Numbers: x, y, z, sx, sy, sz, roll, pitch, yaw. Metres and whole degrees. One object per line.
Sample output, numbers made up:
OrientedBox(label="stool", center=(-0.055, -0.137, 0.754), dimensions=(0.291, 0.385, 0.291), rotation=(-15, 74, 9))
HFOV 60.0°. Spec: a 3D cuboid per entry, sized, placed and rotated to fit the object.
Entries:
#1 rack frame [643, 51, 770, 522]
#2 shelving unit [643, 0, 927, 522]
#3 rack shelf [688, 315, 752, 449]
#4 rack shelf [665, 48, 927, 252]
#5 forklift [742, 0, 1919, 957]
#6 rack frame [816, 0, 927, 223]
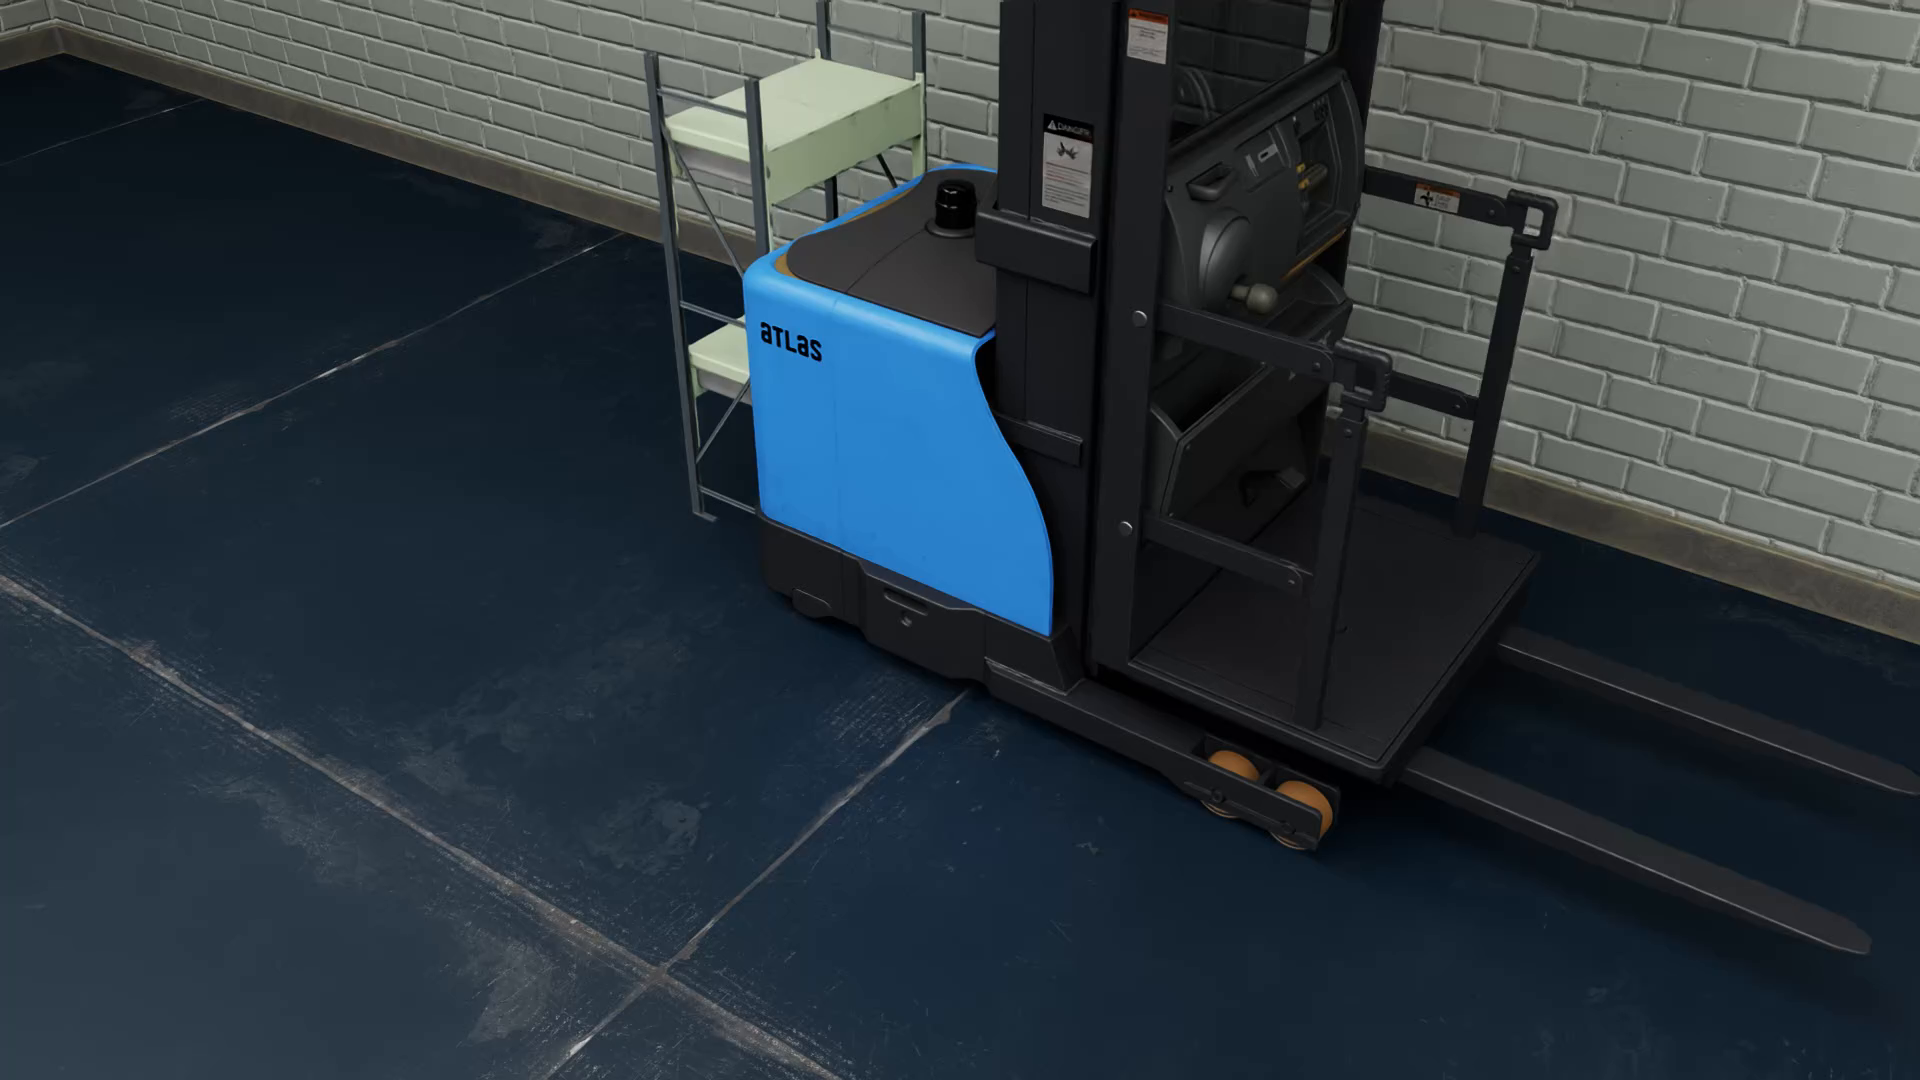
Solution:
OrientedBox(label="rack frame", center=(-0.695, -0.646, 4.866), dimensions=(0.400, 1.500, 0.023), rotation=(22, 40, 29))
OrientedBox(label="shelving unit", center=(-0.482, -0.812, 5.112), dimensions=(0.431, 1.500, 0.755), rotation=(22, 40, 29))
OrientedBox(label="rack shelf", center=(-0.482, -0.542, 5.295), dimensions=(0.431, 0.370, 0.720), rotation=(22, 40, 29))
OrientedBox(label="rack shelf", center=(-0.482, -1.136, 4.894), dimensions=(0.431, 0.370, 0.720), rotation=(22, 40, 29))
OrientedBox(label="forklift", center=(0.897, -0.789, 3.801), dimensions=(3.031, 2.935, 1.130), rotation=(22, 40, 29))
OrientedBox(label="rack frame", center=(-0.269, -0.979, 5.359), dimensions=(0.400, 1.500, 0.023), rotation=(22, 40, 29))
